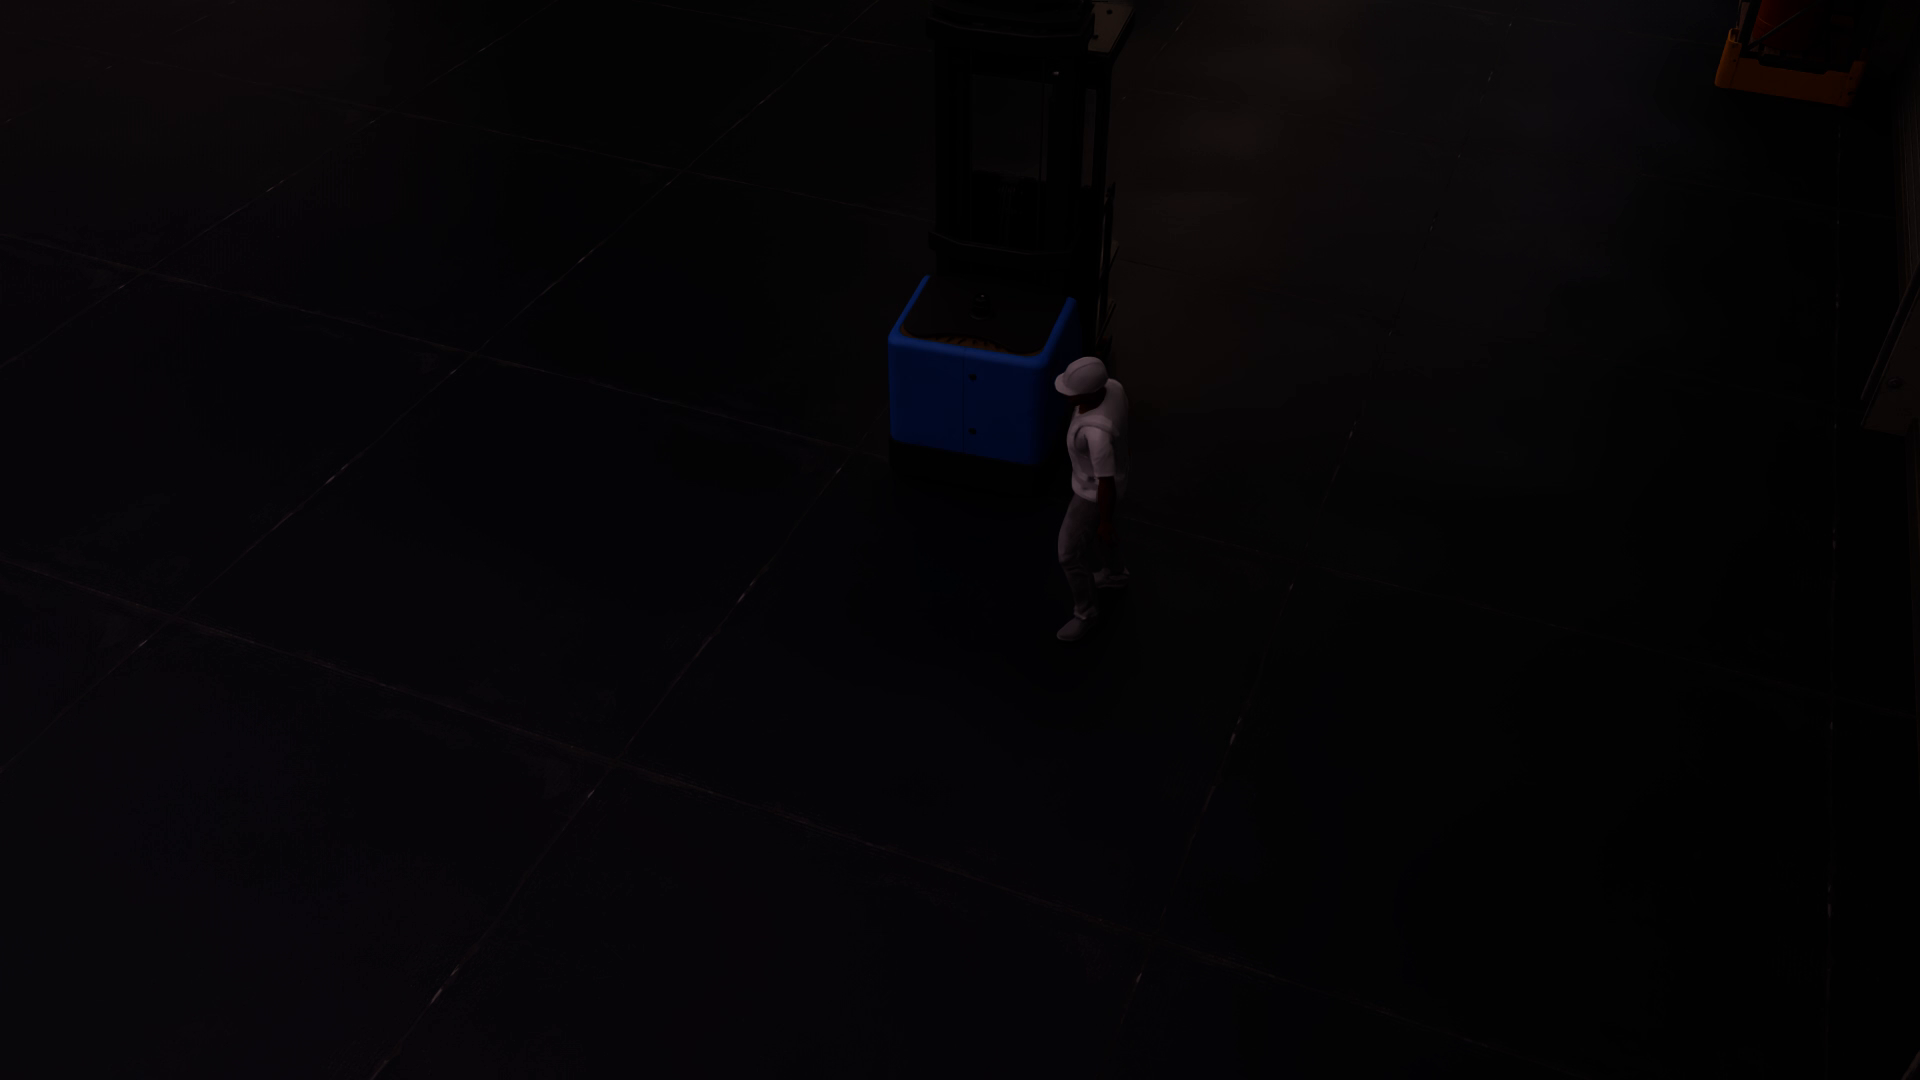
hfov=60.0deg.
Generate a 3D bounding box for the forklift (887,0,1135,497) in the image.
[{"bbox_3d":[0.451,-2.353,10.817,1.130,2.935,3.031,11,41,13],"label":"forklift"}]

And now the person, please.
[{"bbox_3d":[0.754,-0.321,9.351,0.473,1.727,0.897,7,40,8],"label":"person"}]
